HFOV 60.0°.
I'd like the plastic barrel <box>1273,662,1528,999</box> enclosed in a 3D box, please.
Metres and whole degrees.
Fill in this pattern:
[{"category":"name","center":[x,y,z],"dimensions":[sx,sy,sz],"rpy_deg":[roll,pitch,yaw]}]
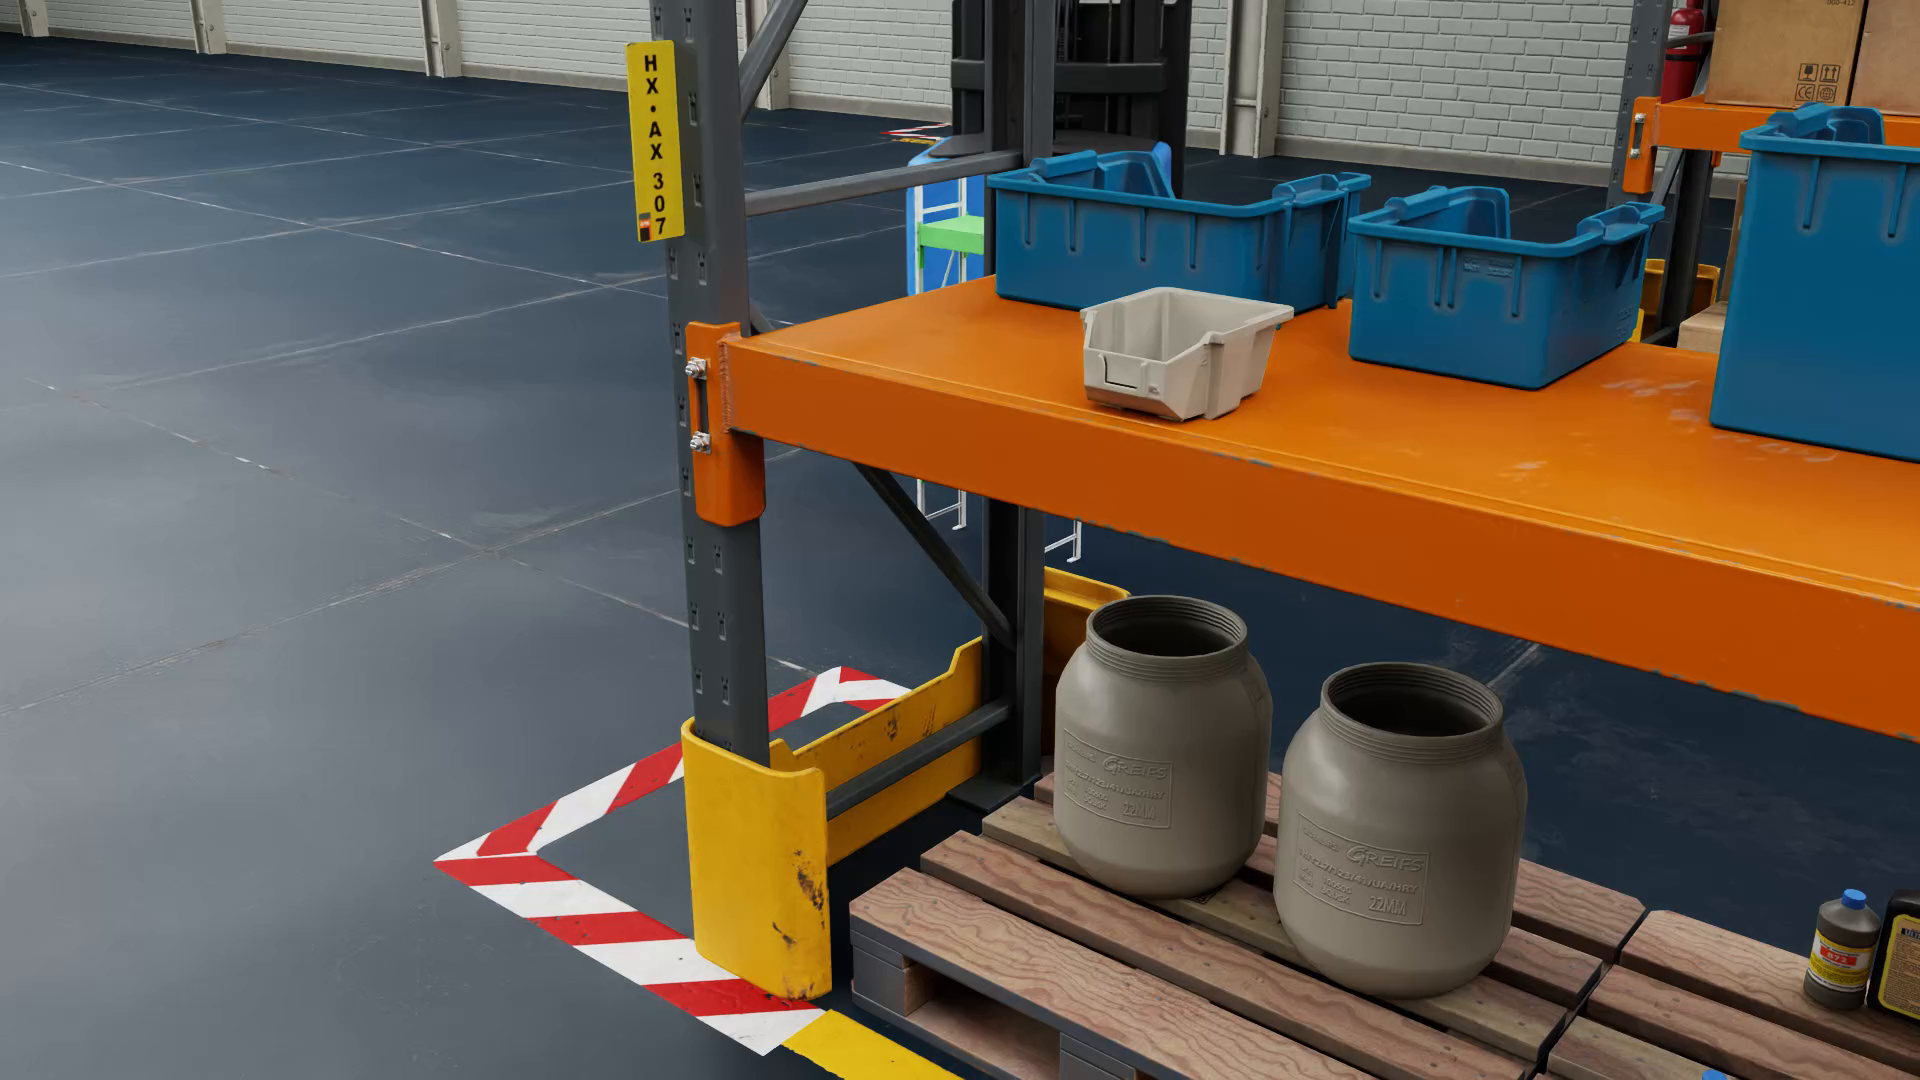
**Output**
[{"category":"plastic barrel","center":[0.785,0.515,2.981],"dimensions":[0.421,0.512,0.421],"rpy_deg":[0,21,0]}]

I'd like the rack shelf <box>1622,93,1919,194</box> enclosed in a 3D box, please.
[{"category":"rack shelf","center":[4.523,-1.260,5.779],"dimensions":[4.000,0.370,1.077],"rpy_deg":[16,26,36]}]

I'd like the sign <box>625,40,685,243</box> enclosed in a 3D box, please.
[{"category":"sign","center":[-0.512,-0.670,2.801],"dimensions":[0.005,0.325,0.100],"rpy_deg":[16,26,36]}]

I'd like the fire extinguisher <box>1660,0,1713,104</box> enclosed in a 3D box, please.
[{"category":"fire extinguisher","center":[3.176,-2.160,7.255],"dimensions":[0.183,0.674,0.296],"rpy_deg":[16,26,36]}]

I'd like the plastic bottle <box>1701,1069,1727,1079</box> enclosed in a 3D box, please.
[{"category":"plastic bottle","center":[1.046,0.871,2.352],"dimensions":[0.097,0.271,0.097],"rpy_deg":[0,21,0]}]

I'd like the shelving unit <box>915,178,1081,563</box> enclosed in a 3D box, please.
[{"category":"shelving unit","center":[0.128,-0.524,5.359],"dimensions":[0.503,1.200,0.258],"rpy_deg":[16,26,36]}]

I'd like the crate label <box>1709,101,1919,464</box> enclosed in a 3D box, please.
[{"category":"crate label","center":[1.436,-0.370,2.347],"dimensions":[0.616,0.435,0.502],"rpy_deg":[16,26,36]}]

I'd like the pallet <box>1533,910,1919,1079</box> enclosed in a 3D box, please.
[{"category":"pallet","center":[1.494,1.074,2.521],"dimensions":[1.213,0.211,1.003],"rpy_deg":[16,26,36]}]

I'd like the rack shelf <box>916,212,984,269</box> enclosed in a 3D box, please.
[{"category":"rack shelf","center":[0.128,-0.914,5.212],"dimensions":[0.480,0.148,0.258],"rpy_deg":[16,26,36]}]

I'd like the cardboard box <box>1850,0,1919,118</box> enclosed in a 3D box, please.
[{"category":"cardboard box","center":[3.737,-1.866,6.225],"dimensions":[0.500,0.500,0.700],"rpy_deg":[17,26,38]}]

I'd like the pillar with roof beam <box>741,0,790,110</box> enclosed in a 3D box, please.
[{"category":"pillar with roof beam","center":[-4.827,-7.786,13.561],"dimensions":[0.400,9.000,9.100],"rpy_deg":[16,26,36]}]

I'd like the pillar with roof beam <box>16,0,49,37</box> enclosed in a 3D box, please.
[{"category":"pillar with roof beam","center":[-18.772,-11.802,24.211],"dimensions":[0.400,9.000,9.100],"rpy_deg":[16,26,36]}]

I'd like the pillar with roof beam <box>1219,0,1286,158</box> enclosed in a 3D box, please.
[{"category":"pillar with roof beam","center":[-0.178,-6.447,10.011],"dimensions":[0.400,9.000,9.100],"rpy_deg":[16,26,36]}]

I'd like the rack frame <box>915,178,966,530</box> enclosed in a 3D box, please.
[{"category":"rack frame","center":[-0.061,-0.579,5.503],"dimensions":[0.015,1.200,0.240],"rpy_deg":[16,26,36]}]

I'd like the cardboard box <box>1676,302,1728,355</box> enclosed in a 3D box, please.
[{"category":"cardboard box","center":[3.248,-0.773,6.767],"dimensions":[0.500,0.250,0.500],"rpy_deg":[16,26,36]}]

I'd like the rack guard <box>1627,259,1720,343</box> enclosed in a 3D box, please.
[{"category":"rack guard","center":[2.955,-0.879,7.290],"dimensions":[0.348,0.500,1.175],"rpy_deg":[16,26,36]}]

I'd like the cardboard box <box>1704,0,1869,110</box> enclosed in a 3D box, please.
[{"category":"cardboard box","center":[3.327,-1.982,6.532],"dimensions":[0.500,0.500,0.700],"rpy_deg":[16,26,36]}]

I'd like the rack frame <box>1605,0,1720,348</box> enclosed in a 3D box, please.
[{"category":"rack frame","center":[2.974,-2.043,6.835],"dimensions":[0.127,3.000,1.000],"rpy_deg":[16,26,36]}]

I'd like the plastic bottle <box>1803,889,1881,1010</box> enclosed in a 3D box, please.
[{"category":"plastic bottle","center":[1.539,0.704,2.894],"dimensions":[0.097,0.201,0.097],"rpy_deg":[0,21,0]}]

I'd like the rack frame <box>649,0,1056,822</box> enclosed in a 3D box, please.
[{"category":"rack frame","center":[-0.161,-0.690,3.246],"dimensions":[0.127,3.000,1.000],"rpy_deg":[16,26,36]}]

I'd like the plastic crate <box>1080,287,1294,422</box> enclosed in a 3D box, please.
[{"category":"plastic crate","center":[0.329,-0.279,2.530],"dimensions":[0.250,0.136,0.298],"rpy_deg":[16,26,36]}]

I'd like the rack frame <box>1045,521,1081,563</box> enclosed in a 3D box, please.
[{"category":"rack frame","center":[0.317,-0.470,5.214],"dimensions":[0.015,1.200,0.240],"rpy_deg":[16,26,36]}]

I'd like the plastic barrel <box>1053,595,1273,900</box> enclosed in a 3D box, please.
[{"category":"plastic barrel","center":[0.397,0.404,3.277],"dimensions":[0.421,0.512,0.421],"rpy_deg":[0,21,0]}]

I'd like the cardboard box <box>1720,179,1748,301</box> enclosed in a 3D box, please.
[{"category":"cardboard box","center":[3.577,-1.266,7.012],"dimensions":[0.500,0.500,0.500],"rpy_deg":[16,26,36]}]

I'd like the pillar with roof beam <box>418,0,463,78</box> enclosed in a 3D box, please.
[{"category":"pillar with roof beam","center":[-9.475,-9.124,17.111],"dimensions":[0.400,9.000,9.100],"rpy_deg":[16,26,36]}]

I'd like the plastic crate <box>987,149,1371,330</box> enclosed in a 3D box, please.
[{"category":"plastic crate","center":[0.416,-0.590,3.193],"dimensions":[0.616,0.251,0.499],"rpy_deg":[16,26,36]}]

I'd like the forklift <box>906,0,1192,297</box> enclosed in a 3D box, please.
[{"category":"forklift","center":[0.552,-2.375,7.812],"dimensions":[1.130,2.935,3.031],"rpy_deg":[4,21,10]}]

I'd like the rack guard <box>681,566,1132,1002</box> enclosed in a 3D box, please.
[{"category":"rack guard","center":[-0.073,0.484,3.677],"dimensions":[0.348,0.500,1.175],"rpy_deg":[16,26,36]}]

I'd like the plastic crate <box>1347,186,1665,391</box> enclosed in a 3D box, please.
[{"category":"plastic crate","center":[0.915,-0.444,2.805],"dimensions":[0.408,0.251,0.499],"rpy_deg":[16,26,36]}]

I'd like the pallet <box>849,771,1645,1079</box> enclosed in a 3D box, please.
[{"category":"pallet","center":[0.553,0.802,3.243],"dimensions":[1.213,0.211,1.003],"rpy_deg":[16,26,36]}]

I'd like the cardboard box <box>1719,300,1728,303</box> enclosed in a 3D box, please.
[{"category":"cardboard box","center":[3.576,-0.914,7.143],"dimensions":[0.500,0.250,0.500],"rpy_deg":[16,26,36]}]

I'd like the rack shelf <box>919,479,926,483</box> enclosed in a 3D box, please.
[{"category":"rack shelf","center":[0.128,-0.240,5.466],"dimensions":[0.480,0.148,0.258],"rpy_deg":[16,26,36]}]

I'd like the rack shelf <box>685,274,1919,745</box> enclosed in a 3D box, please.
[{"category":"rack shelf","center":[1.388,0.093,2.190],"dimensions":[4.000,0.370,1.077],"rpy_deg":[16,26,36]}]

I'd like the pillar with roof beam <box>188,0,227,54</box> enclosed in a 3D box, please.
[{"category":"pillar with roof beam","center":[-14.123,-10.463,20.661],"dimensions":[0.400,9.000,9.100],"rpy_deg":[16,26,36]}]

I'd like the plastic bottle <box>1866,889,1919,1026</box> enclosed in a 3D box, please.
[{"category":"plastic bottle","center":[1.641,0.686,2.823],"dimensions":[0.133,0.283,0.061],"rpy_deg":[17,26,38]}]
